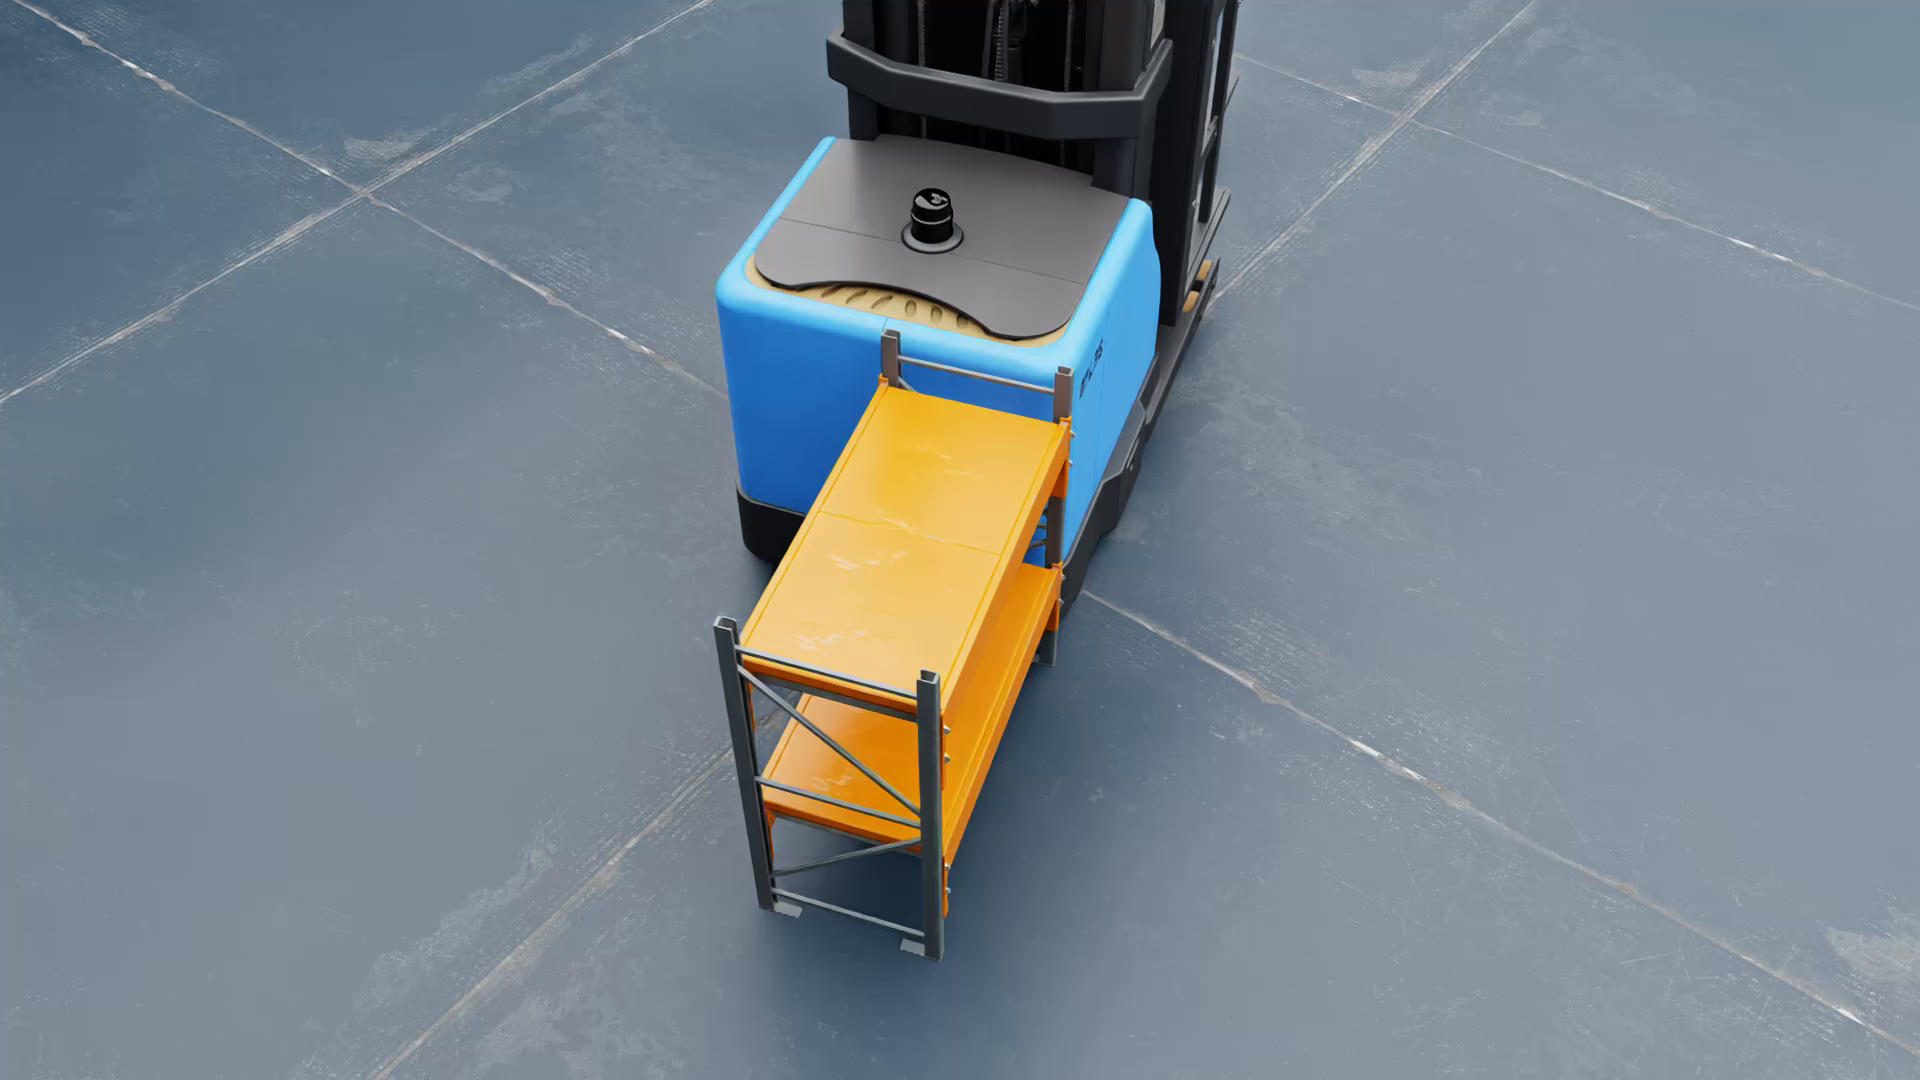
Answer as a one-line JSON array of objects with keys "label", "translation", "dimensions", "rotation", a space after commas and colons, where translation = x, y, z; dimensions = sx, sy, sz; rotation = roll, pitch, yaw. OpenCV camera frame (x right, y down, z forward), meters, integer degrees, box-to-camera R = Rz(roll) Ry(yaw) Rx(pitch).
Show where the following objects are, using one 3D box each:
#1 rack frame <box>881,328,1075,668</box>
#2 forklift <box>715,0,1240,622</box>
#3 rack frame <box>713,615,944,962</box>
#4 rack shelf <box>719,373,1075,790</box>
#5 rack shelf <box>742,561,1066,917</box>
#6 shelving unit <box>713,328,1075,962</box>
[{"label": "rack frame", "translation": [0.042, -0.081, 4.549], "dimensions": [0.500, 1.125, 0.032], "rotation": [14, 48, 13]}, {"label": "forklift", "translation": [0.303, -1.833, 4.974], "dimensions": [1.130, 2.935, 3.031], "rotation": [15, 48, 14]}, {"label": "rack frame", "translation": [-0.282, 0.616, 3.883], "dimensions": [0.500, 1.125, 0.032], "rotation": [14, 48, 13]}, {"label": "rack shelf", "translation": [-0.120, 0.066, 4.005], "dimensions": [0.538, 0.278, 1.000], "rotation": [14, 48, 13]}, {"label": "rack shelf", "translation": [-0.120, 0.437, 4.393], "dimensions": [0.538, 0.278, 1.000], "rotation": [14, 48, 13]}, {"label": "shelving unit", "translation": [-0.120, 0.268, 4.216], "dimensions": [0.538, 1.125, 1.048], "rotation": [14, 48, 13]}]
